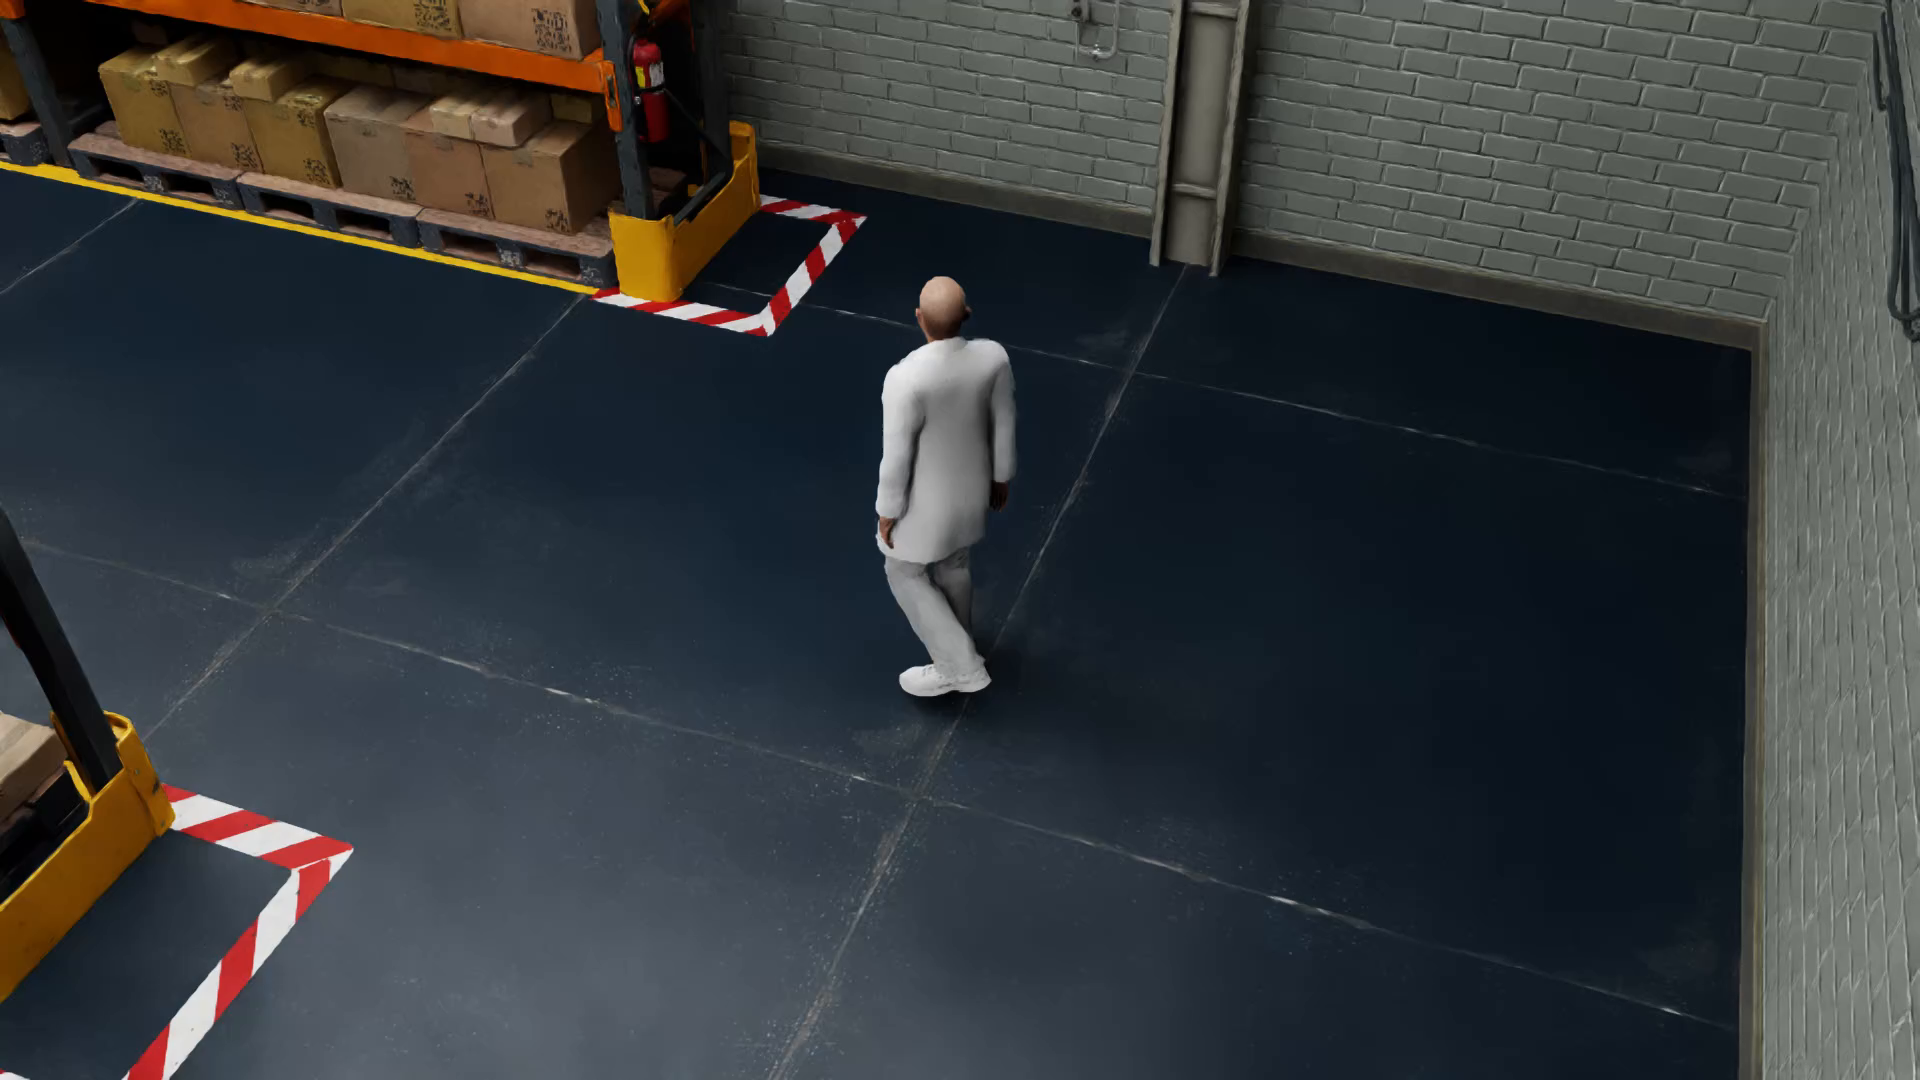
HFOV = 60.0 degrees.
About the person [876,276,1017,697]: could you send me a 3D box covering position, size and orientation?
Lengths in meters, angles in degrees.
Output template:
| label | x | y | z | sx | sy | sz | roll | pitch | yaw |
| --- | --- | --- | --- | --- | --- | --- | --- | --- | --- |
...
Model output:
| label | x | y | z | sx | sy | sz | roll | pitch | yaw |
| --- | --- | --- | --- | --- | --- | --- | --- | --- | --- |
| person | -0.024 | -0.154 | 6.345 | 0.619 | 1.771 | 0.604 | -26 | 47 | -27 |
